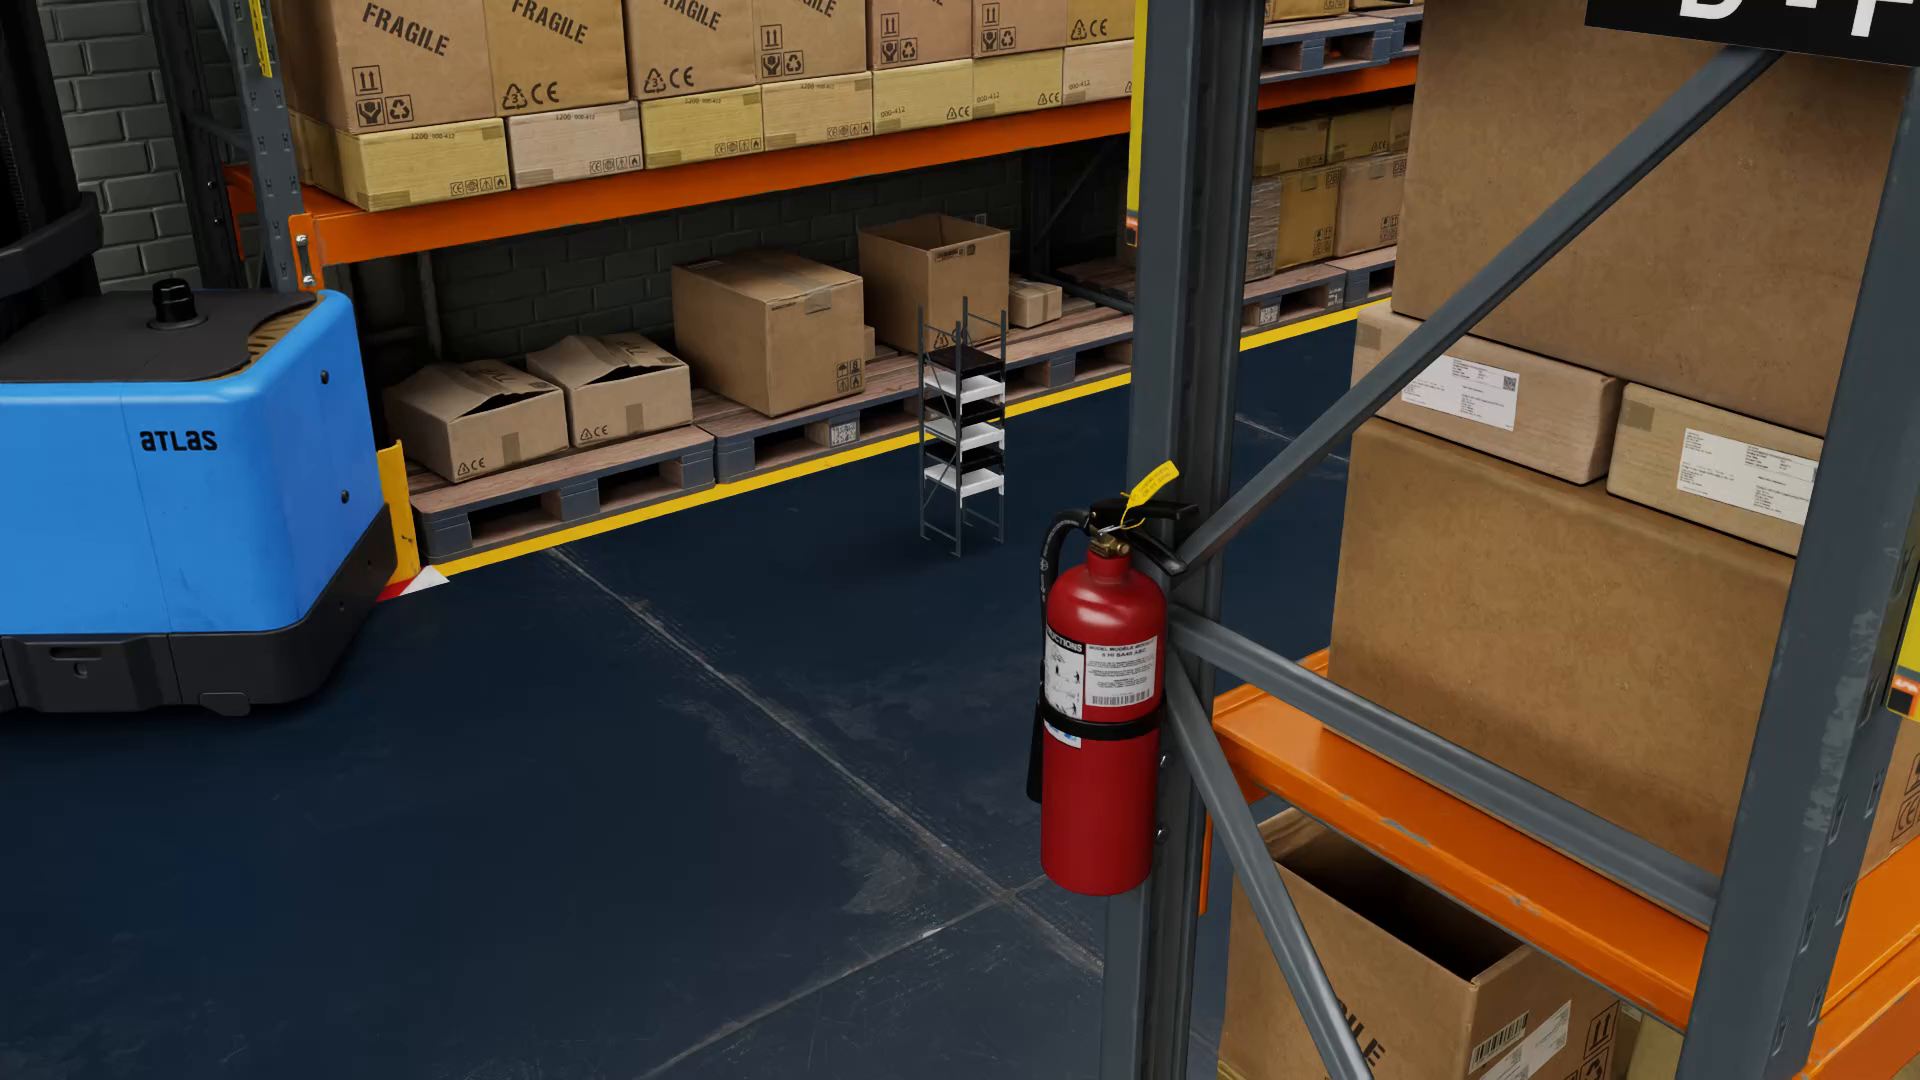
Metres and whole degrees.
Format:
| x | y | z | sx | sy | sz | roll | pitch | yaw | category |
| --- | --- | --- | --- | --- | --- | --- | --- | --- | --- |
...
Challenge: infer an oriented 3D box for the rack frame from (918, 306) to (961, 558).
| x | y | z | sx | sy | sz | roll | pitch | yaw | category |
| --- | --- | --- | --- | --- | --- | --- | --- | --- | --- |
| -0.074 | -0.384 | 6.008 | 0.006 | 0.900 | 0.240 | -18 | 31 | -34 | rack frame |

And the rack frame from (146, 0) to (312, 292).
| x | y | z | sx | sy | sz | roll | pitch | yaw | category |
| --- | --- | --- | --- | --- | --- | --- | --- | --- | --- |
| -2.474 | -1.366 | 5.630 | 0.127 | 3.000 | 1.000 | -18 | 31 | -34 | rack frame |

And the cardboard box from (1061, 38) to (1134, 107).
| x | y | z | sx | sy | sz | roll | pitch | yaw | category |
| --- | --- | --- | --- | --- | --- | --- | --- | --- | --- |
| 0.488 | -2.123 | 7.415 | 0.500 | 0.250 | 0.500 | -18 | 30 | -34 | cardboard box |

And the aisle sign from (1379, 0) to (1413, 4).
| x | y | z | sx | sy | sz | roll | pitch | yaw | category |
| --- | --- | --- | --- | --- | --- | --- | --- | --- | --- |
| 0.352 | -0.985 | 1.722 | 0.004 | 0.787 | 0.394 | -18 | 31 | -34 | aisle sign |

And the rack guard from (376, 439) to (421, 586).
| x | y | z | sx | sy | sz | roll | pitch | yaw | category |
| --- | --- | --- | --- | --- | --- | --- | --- | --- | --- |
| -2.415 | -0.252 | 6.199 | 0.348 | 0.500 | 1.175 | -18 | 31 | -34 | rack guard |

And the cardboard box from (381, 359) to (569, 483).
| x | y | z | sx | sy | sz | roll | pitch | yaw | category |
| --- | --- | --- | --- | --- | --- | --- | --- | --- | --- |
| -1.874 | -0.496 | 6.426 | 0.500 | 0.311 | 0.500 | -23 | 33 | -40 | cardboard box |

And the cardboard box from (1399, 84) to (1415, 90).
| x | y | z | sx | sy | sz | roll | pitch | yaw | category |
| --- | --- | --- | --- | --- | --- | --- | --- | --- | --- |
| 2.799 | -2.518 | 9.669 | 0.500 | 0.250 | 0.500 | -18 | 30 | -33 | cardboard box |

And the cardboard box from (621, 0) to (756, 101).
| x | y | z | sx | sy | sz | roll | pitch | yaw | category |
| --- | --- | --- | --- | --- | --- | --- | --- | --- | --- |
| -1.108 | -1.929 | 6.106 | 0.500 | 0.500 | 0.500 | -19 | 31 | -36 | cardboard box |

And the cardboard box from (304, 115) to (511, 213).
| x | y | z | sx | sy | sz | roll | pitch | yaw | category |
| --- | --- | --- | --- | --- | --- | --- | --- | --- | --- |
| -1.894 | -1.329 | 5.704 | 0.500 | 0.250 | 0.500 | -19 | 31 | -35 | cardboard box |

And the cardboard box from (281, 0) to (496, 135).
| x | y | z | sx | sy | sz | roll | pitch | yaw | category |
| --- | --- | --- | --- | --- | --- | --- | --- | --- | --- |
| -1.913 | -1.672 | 5.552 | 0.500 | 0.500 | 0.500 | -18 | 31 | -34 | cardboard box |

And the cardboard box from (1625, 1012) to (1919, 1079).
| x | y | z | sx | sy | sz | roll | pitch | yaw | category |
| --- | --- | --- | --- | --- | --- | --- | --- | --- | --- |
| 1.537 | 0.795 | 2.851 | 0.500 | 0.500 | 0.500 | -18 | 31 | -34 | cardboard box |

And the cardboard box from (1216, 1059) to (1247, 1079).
| x | y | z | sx | sy | sz | roll | pitch | yaw | category |
| --- | --- | --- | --- | --- | --- | --- | --- | --- | --- |
| 0.825 | 1.094 | 3.098 | 0.500 | 0.250 | 0.500 | -18 | 31 | -34 | cardboard box |

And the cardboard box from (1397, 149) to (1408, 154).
| x | y | z | sx | sy | sz | roll | pitch | yaw | category |
| --- | --- | --- | --- | --- | --- | --- | --- | --- | --- |
| 2.436 | -2.072 | 9.598 | 0.500 | 0.500 | 0.700 | -18 | 31 | -34 | cardboard box |

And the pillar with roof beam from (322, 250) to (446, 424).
| x | y | z | sx | sy | sz | roll | pitch | yaw | category |
| --- | --- | --- | --- | --- | --- | --- | --- | --- | --- |
| 0.199 | -3.129 | 2.304 | 0.400 | 9.000 | 9.100 | -18 | 31 | -34 | pillar with roof beam |

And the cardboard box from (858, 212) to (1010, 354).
| x | y | z | sx | sy | sz | roll | pitch | yaw | category |
| --- | --- | --- | --- | --- | --- | --- | --- | --- | --- |
| -0.119 | -1.188 | 7.693 | 0.500 | 0.500 | 0.500 | -21 | 32 | -38 | cardboard box |

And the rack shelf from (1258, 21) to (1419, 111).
| x | y | z | sx | sy | sz | roll | pitch | yaw | category |
| --- | --- | --- | --- | --- | --- | --- | --- | --- | --- |
| 2.247 | -2.598 | 9.140 | 4.000 | 0.370 | 1.077 | -18 | 31 | -34 | rack shelf |

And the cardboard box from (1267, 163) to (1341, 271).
| x | y | z | sx | sy | sz | roll | pitch | yaw | category |
| --- | --- | --- | --- | --- | --- | --- | --- | --- | --- |
| 1.618 | -1.818 | 9.051 | 0.500 | 0.500 | 0.700 | -19 | 31 | -35 | cardboard box |

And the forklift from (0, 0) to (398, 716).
| x | y | z | sx | sy | sz | roll | pitch | yaw | category |
| --- | --- | --- | --- | --- | --- | --- | --- | --- | --- |
| -3.489 | -0.975 | 4.868 | 3.031 | 2.935 | 1.130 | -1 | 25 | -1 | forklift |

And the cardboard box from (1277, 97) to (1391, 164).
| x | y | z | sx | sy | sz | roll | pitch | yaw | category |
| --- | --- | --- | --- | --- | --- | --- | --- | --- | --- |
| 1.994 | -2.260 | 9.111 | 0.500 | 0.250 | 0.500 | -19 | 31 | -35 | cardboard box |

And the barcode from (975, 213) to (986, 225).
| x | y | z | sx | sy | sz | roll | pitch | yaw | category |
| --- | --- | --- | --- | --- | --- | --- | --- | --- | --- |
| 0.100 | -1.555 | 8.104 | 0.075 | 0.075 | 0.001 | -18 | 31 | -34 | barcode |

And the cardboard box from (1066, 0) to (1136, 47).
| x | y | z | sx | sy | sz | roll | pitch | yaw | category |
| --- | --- | --- | --- | --- | --- | --- | --- | --- | --- |
| 0.492 | -2.461 | 7.253 | 0.500 | 0.500 | 0.500 | -18 | 31 | -34 | cardboard box |

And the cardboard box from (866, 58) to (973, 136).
| x | y | z | sx | sy | sz | roll | pitch | yaw | category |
| --- | --- | --- | --- | --- | --- | --- | --- | --- | --- |
| -0.296 | -1.860 | 6.849 | 0.500 | 0.250 | 0.500 | -18 | 31 | -34 | cardboard box |

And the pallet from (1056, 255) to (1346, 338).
| x | y | z | sx | sy | sz | roll | pitch | yaw | category |
| --- | --- | --- | --- | --- | --- | --- | --- | --- | --- |
| 1.285 | -1.343 | 8.893 | 1.213 | 0.211 | 1.003 | -18 | 31 | -34 | pallet |

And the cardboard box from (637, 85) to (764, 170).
| x | y | z | sx | sy | sz | roll | pitch | yaw | category |
| --- | --- | --- | --- | --- | --- | --- | --- | --- | --- |
| -1.090 | -1.599 | 6.286 | 0.500 | 0.250 | 0.500 | -19 | 31 | -35 | cardboard box |

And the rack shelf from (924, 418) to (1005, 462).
| x | y | z | sx | sy | sz | roll | pitch | yaw | category |
| --- | --- | --- | --- | --- | --- | --- | --- | --- | --- |
| 0.006 | -0.380 | 6.079 | 0.200 | 0.077 | 0.258 | -18 | 31 | -34 | rack shelf |

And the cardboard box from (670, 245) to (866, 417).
| x | y | z | sx | sy | sz | roll | pitch | yaw | category |
| --- | --- | --- | --- | --- | --- | --- | --- | --- | --- |
| -0.818 | -0.904 | 7.081 | 0.500 | 0.500 | 0.700 | -21 | 32 | -37 | cardboard box |

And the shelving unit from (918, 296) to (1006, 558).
| x | y | z | sx | sy | sz | roll | pitch | yaw | category |
| --- | --- | --- | --- | --- | --- | --- | --- | --- | --- |
| 0.006 | -0.410 | 6.065 | 0.210 | 0.900 | 0.258 | -18 | 31 | -34 | shelving unit |

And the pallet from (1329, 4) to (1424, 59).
| x | y | z | sx | sy | sz | roll | pitch | yaw | category |
| --- | --- | --- | --- | --- | --- | --- | --- | --- | --- |
| 2.289 | -2.829 | 9.011 | 1.213 | 0.211 | 1.003 | -18 | 31 | -34 | pallet |

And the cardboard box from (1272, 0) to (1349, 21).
| x | y | z | sx | sy | sz | roll | pitch | yaw | category |
| --- | --- | --- | --- | --- | --- | --- | --- | --- | --- |
| 1.539 | -2.914 | 8.323 | 0.500 | 0.500 | 0.700 | -15 | 29 | -29 | cardboard box |

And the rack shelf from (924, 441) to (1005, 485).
| x | y | z | sx | sy | sz | roll | pitch | yaw | category |
| --- | --- | --- | --- | --- | --- | --- | --- | --- | --- |
| 0.006 | -0.298 | 6.117 | 0.200 | 0.077 | 0.258 | -18 | 31 | -34 | rack shelf |

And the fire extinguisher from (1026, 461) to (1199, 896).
| x | y | z | sx | sy | sz | roll | pitch | yaw | category |
| --- | --- | --- | --- | --- | --- | --- | --- | --- | --- |
| 0.206 | 0.186 | 2.378 | 0.183 | 0.674 | 0.296 | -18 | 31 | -34 | fire extinguisher |

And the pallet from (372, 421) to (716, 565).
| x | y | z | sx | sy | sz | roll | pitch | yaw | category |
| --- | --- | --- | --- | --- | --- | --- | --- | --- | --- |
| -1.753 | -0.320 | 6.689 | 1.213 | 0.211 | 1.003 | -18 | 31 | -34 | pallet |

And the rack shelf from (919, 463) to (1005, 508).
| x | y | z | sx | sy | sz | roll | pitch | yaw | category |
| --- | --- | --- | --- | --- | --- | --- | --- | --- | --- |
| 0.006 | -0.217 | 6.155 | 0.200 | 0.077 | 0.258 | -18 | 31 | -34 | rack shelf |

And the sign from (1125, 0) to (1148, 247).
| x | y | z | sx | sy | sz | roll | pitch | yaw | category |
| --- | --- | --- | --- | --- | --- | --- | --- | --- | --- |
| 0.261 | -0.542 | 2.198 | 0.005 | 0.325 | 0.100 | -18 | 31 | -34 | sign |

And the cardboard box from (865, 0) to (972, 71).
| x | y | z | sx | sy | sz | roll | pitch | yaw | category |
| --- | --- | --- | --- | --- | --- | --- | --- | --- | --- |
| -0.300 | -2.202 | 6.695 | 0.500 | 0.500 | 0.500 | -19 | 31 | -35 | cardboard box |

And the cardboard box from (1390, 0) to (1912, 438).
| x | y | z | sx | sy | sz | roll | pitch | yaw | category |
| --- | --- | --- | --- | --- | --- | --- | --- | --- | --- |
| 1.002 | -0.491 | 2.084 | 0.500 | 0.500 | 0.700 | -18 | 30 | -34 | cardboard box |

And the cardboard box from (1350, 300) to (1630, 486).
| x | y | z | sx | sy | sz | roll | pitch | yaw | category |
| --- | --- | --- | --- | --- | --- | --- | --- | --- | --- |
| 0.768 | -0.228 | 2.289 | 0.250 | 0.149 | 0.380 | -19 | 31 | -35 | cardboard box |
